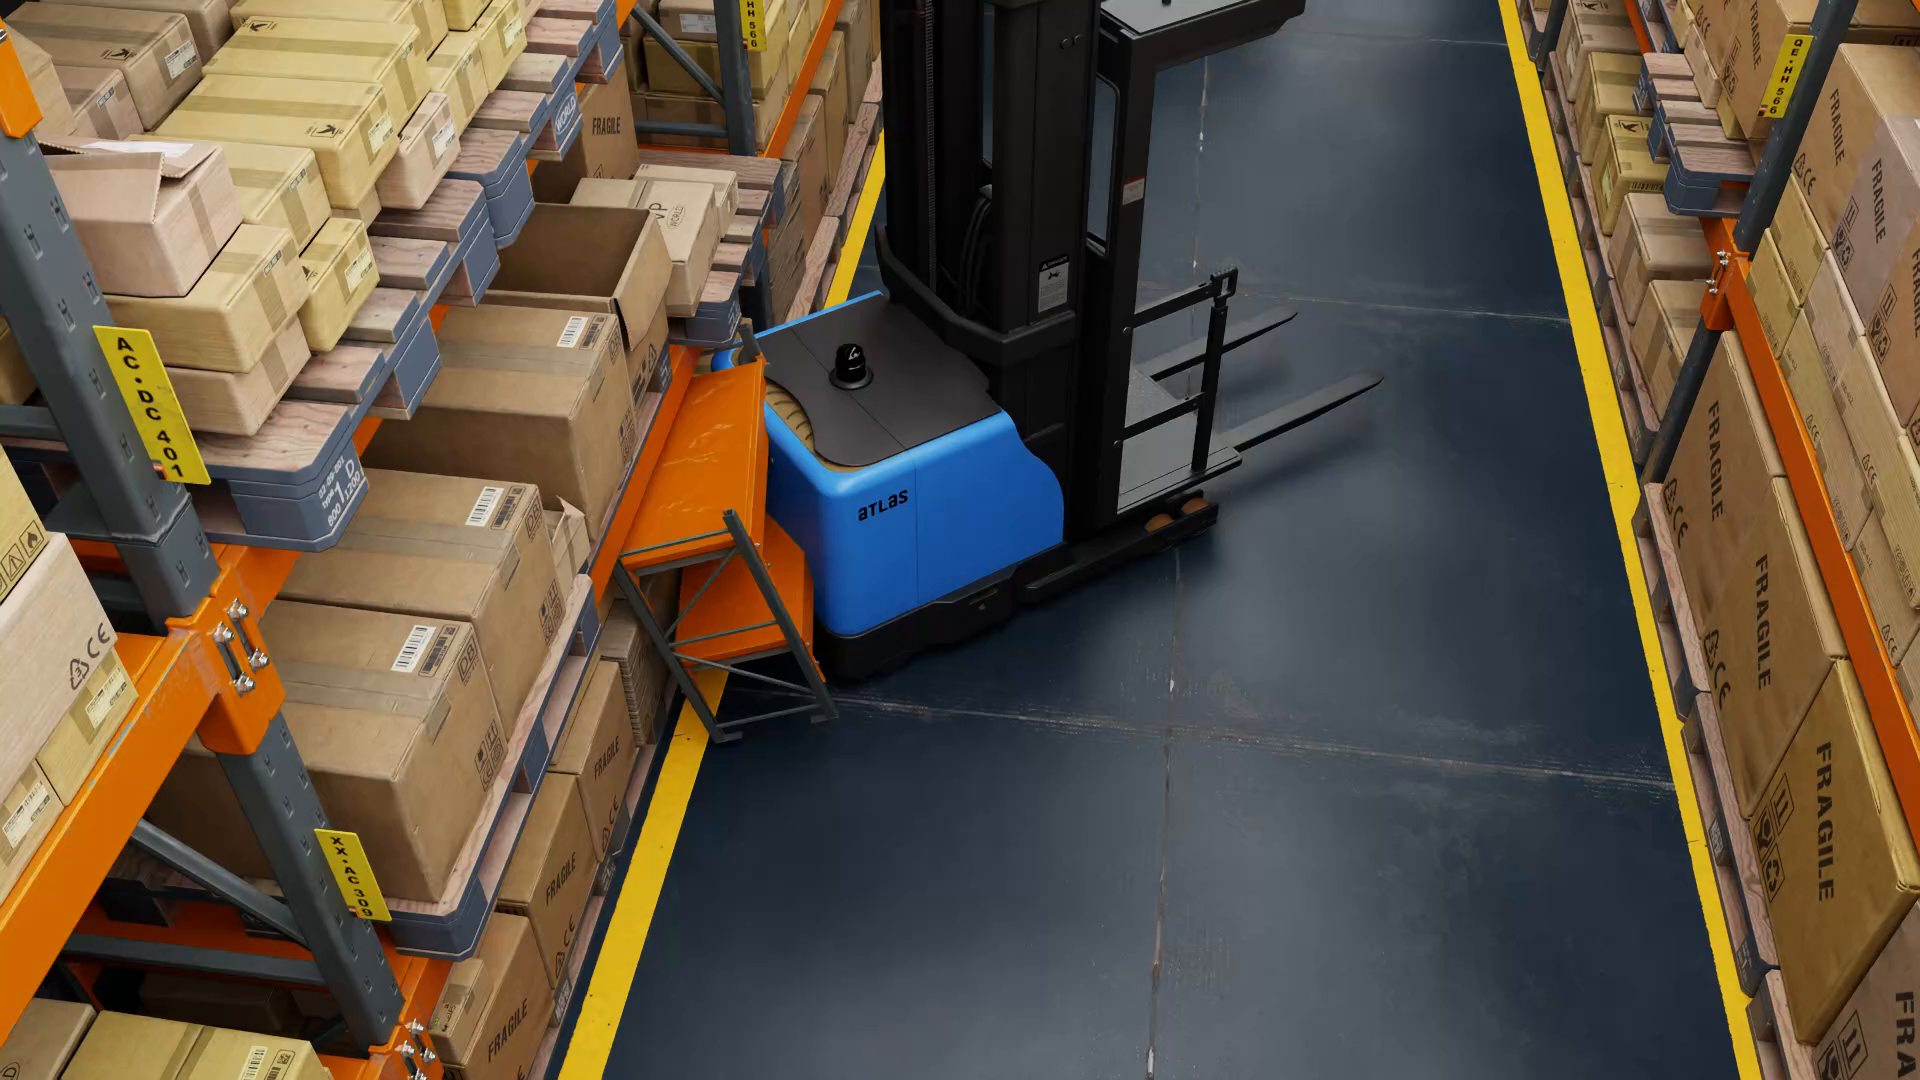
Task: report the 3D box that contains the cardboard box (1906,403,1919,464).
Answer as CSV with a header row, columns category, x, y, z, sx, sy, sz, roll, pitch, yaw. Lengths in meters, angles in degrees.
category,x,y,z,sx,sy,sz,roll,pitch,yaw
cardboard box,3.050,-0.316,4.624,0.500,0.500,0.500,6,44,6

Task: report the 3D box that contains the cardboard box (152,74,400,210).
category,x,y,z,sx,sy,sz,roll,pitch,yaw
cardboard box,-1.367,-0.802,3.344,0.380,0.149,0.250,5,44,5

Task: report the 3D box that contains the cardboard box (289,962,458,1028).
category,x,y,z,sx,sy,sz,roll,pitch,yaw
cardboard box,-1.630,1.199,4.648,0.380,0.149,0.250,5,44,5

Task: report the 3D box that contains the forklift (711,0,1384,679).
category,x,y,z,sx,sy,sz,roll,pitch,yaw
forklift,0.526,-1.296,6.509,3.031,2.935,1.130,-24,48,-23

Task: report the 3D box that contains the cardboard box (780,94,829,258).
category,x,y,z,sx,sy,sz,roll,pitch,yaw
cardboard box,-1.178,-1.873,8.490,0.875,0.625,0.625,7,44,7

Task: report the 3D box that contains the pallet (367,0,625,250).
category,x,y,z,sx,sy,sz,roll,pitch,yaw
pallet,-1.592,-1.153,4.263,1.213,0.211,1.003,5,44,6

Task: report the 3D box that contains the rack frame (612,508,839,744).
category,x,y,z,sx,sy,sz,roll,pitch,yaw
rack frame,-0.848,0.339,5.980,0.500,1.125,0.032,-13,44,9

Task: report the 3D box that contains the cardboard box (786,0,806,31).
category,x,y,z,sx,sy,sz,roll,pitch,yaw
cardboard box,-0.985,-2.461,7.435,0.500,0.250,0.500,7,44,7

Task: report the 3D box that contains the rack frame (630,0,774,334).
category,x,y,z,sx,sy,sz,roll,pitch,yaw
rack frame,-1.353,-1.713,6.899,1.000,3.000,0.127,5,44,6

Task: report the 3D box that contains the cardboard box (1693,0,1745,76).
category,x,y,z,sx,sy,sz,roll,pitch,yaw
cardboard box,3.410,-2.249,6.871,0.500,0.500,0.500,5,44,5

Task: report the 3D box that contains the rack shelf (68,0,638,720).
category,x,y,z,sx,sy,sz,roll,pitch,yaw
rack shelf,-1.617,-1.177,4.676,1.077,0.370,4.000,5,44,6

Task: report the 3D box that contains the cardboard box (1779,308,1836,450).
category,x,y,z,sx,sy,sz,roll,pitch,yaw
cardboard box,3.203,-0.547,5.778,0.500,0.250,0.500,4,44,4

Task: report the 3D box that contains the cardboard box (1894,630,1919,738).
category,x,y,z,sx,sy,sz,roll,pitch,yaw
cardboard box,3.003,0.499,4.673,0.500,0.250,0.500,4,44,4

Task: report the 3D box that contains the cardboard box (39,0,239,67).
category,x,y,z,sx,sy,sz,roll,pitch,yaw
cardboard box,-1.817,-1.198,3.763,0.380,0.149,0.250,4,44,4

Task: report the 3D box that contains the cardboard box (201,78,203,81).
category,x,y,z,sx,sy,sz,roll,pitch,yaw
cardboard box,-1.828,-1.098,3.873,0.380,0.149,0.250,4,44,4

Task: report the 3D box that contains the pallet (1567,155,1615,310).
category,x,y,z,sx,sy,sz,roll,pitch,yaw
pallet,3.836,-1.613,8.822,1.003,0.211,1.213,5,44,6

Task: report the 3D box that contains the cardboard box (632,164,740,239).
category,x,y,z,sx,sy,sz,roll,pitch,yaw
cardboard box,-1.059,-1.291,6.332,0.380,0.149,0.250,6,44,6

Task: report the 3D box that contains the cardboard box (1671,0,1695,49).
category,x,y,z,sx,sy,sz,roll,pitch,yaw
cardboard box,3.394,-2.295,7.391,0.380,0.149,0.250,6,44,6

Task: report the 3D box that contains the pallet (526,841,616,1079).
category,x,y,z,sx,sy,sz,roll,pitch,yaw
pallet,-1.812,1.468,5.568,1.003,0.211,1.213,5,44,6

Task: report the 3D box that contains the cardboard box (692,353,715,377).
category,x,y,z,sx,sy,sz,roll,pitch,yaw
cardboard box,-1.172,-0.644,6.812,0.380,0.149,0.250,3,44,3

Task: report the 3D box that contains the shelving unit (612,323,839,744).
category,x,y,z,sx,sy,sz,roll,pitch,yaw
shelving unit,-0.871,-0.019,6.341,0.538,1.125,1.048,-13,44,9

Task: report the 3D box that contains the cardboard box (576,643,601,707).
category,x,y,z,sx,sy,sz,roll,pitch,yaw
cardboard box,-1.460,0.417,5.691,0.380,0.149,0.250,7,44,7

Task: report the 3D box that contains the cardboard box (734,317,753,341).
category,x,y,z,sx,sy,sz,roll,pitch,yaw
cardboard box,-1.196,-0.650,7.289,0.500,0.500,0.500,6,44,7

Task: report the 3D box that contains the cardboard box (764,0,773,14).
category,x,y,z,sx,sy,sz,roll,pitch,yaw
cardboard box,-0.985,-2.357,7.035,0.380,0.149,0.250,6,44,6

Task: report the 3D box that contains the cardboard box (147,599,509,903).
category,x,y,z,sx,sy,sz,roll,pitch,yaw
cardboard box,-1.596,0.515,4.168,0.700,0.500,0.500,6,44,7

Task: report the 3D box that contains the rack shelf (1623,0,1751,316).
category,x,y,z,sx,sy,sz,roll,pitch,yaw
rack shelf,3.832,-2.366,8.112,1.077,0.370,4.000,5,44,6

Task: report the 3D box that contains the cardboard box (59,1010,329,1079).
category,x,y,z,sx,sy,sz,roll,pitch,yaw
cardboard box,-1.707,1.329,3.579,0.500,0.250,0.500,6,44,7

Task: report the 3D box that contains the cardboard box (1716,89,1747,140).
category,x,y,z,sx,sy,sz,roll,pitch,yaw
cardboard box,3.342,-1.759,6.826,0.380,0.149,0.250,6,44,6

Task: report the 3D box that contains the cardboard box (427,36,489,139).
category,x,y,z,sx,sy,sz,roll,pitch,yaw
cardboard box,-1.315,-1.037,3.809,0.380,0.149,0.250,5,44,5

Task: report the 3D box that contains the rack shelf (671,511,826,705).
category,x,y,z,sx,sy,sz,roll,pitch,yaw
rack shelf,-0.807,0.147,6.509,0.538,0.278,1.000,-13,44,9

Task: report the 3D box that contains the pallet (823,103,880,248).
category,x,y,z,sx,sy,sz,roll,pitch,yaw
pallet,-1.042,-2.087,9.322,1.003,0.211,1.213,5,44,6

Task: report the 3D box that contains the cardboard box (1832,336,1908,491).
category,x,y,z,sx,sy,sz,roll,pitch,yaw
cardboard box,3.108,-0.377,5.235,0.500,0.250,0.500,5,44,5

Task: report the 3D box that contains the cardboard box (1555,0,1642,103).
category,x,y,z,sx,sy,sz,roll,pitch,yaw
cardboard box,4.030,-2.831,9.686,0.950,0.372,0.625,6,44,6

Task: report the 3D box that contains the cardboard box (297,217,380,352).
category,x,y,z,sx,sy,sz,roll,pitch,yaw
cardboard box,-1.379,-0.514,3.256,0.380,0.149,0.250,6,44,6

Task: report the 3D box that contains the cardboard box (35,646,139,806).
category,x,y,z,sx,sy,sz,roll,pitch,yaw
cardboard box,-1.636,0.287,2.788,0.380,0.149,0.250,5,44,5

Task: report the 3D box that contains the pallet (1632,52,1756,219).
category,x,y,z,sx,sy,sz,roll,pitch,yaw
pallet,3.556,-1.690,7.014,1.213,0.211,1.003,5,44,6

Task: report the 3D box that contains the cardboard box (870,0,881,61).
category,x,y,z,sx,sy,sz,roll,pitch,yaw
cardboard box,-0.882,-3.372,10.074,0.875,0.625,0.625,7,44,7

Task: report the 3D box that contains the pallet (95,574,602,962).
category,x,y,z,sx,sy,sz,roll,pitch,yaw
pallet,-1.668,0.549,4.651,1.003,0.211,1.213,5,44,6

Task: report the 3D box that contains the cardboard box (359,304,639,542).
category,x,y,z,sx,sy,sz,roll,pitch,yaw
cardboard box,-1.424,-0.372,5.106,0.700,0.500,0.500,5,44,5

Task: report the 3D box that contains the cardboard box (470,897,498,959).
category,x,y,z,sx,sy,sz,roll,pitch,yaw
cardboard box,-1.610,1.117,4.952,0.380,0.149,0.250,4,44,4

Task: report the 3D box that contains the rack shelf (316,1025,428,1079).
category,x,y,z,sx,sy,sz,roll,pitch,yaw
rack shelf,-2.146,2.638,2.828,1.077,0.370,4.000,5,44,6

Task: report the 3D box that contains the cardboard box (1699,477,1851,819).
category,x,y,z,sx,sy,sz,roll,pitch,yaw
cardboard box,3.272,0.426,5.881,0.875,0.875,0.875,6,44,6

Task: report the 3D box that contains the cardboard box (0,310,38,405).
category,x,y,z,sx,sy,sz,roll,pitch,yaw
cardboard box,-1.910,-0.386,3.121,0.380,0.149,0.250,5,44,5

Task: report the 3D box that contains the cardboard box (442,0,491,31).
category,x,y,z,sx,sy,sz,roll,pitch,yaw
cardboard box,-1.305,-1.329,3.901,0.380,0.149,0.250,6,44,6

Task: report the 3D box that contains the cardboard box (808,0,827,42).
category,x,y,z,sx,sy,sz,roll,pitch,yaw
cardboard box,-0.919,-2.632,7.980,0.500,0.250,0.500,4,44,4

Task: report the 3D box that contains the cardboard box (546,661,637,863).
category,x,y,z,sx,sy,sz,roll,pitch,yaw
cardboard box,-1.464,0.756,5.805,0.500,0.500,0.500,4,44,4

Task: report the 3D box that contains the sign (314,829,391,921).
category,x,y,z,sx,sy,sz,roll,pitch,yaw
sign,-1.343,0.743,3.676,0.100,0.325,0.005,5,44,6

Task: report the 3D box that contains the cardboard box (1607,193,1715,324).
category,x,y,z,sx,sy,sz,roll,pitch,yaw
cardboard box,3.742,-1.350,8.122,0.950,0.372,0.625,4,44,5

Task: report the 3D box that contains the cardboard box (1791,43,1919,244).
category,x,y,z,sx,sy,sz,roll,pitch,yaw
cardboard box,3.260,-1.349,5.716,0.500,0.500,0.500,4,44,4

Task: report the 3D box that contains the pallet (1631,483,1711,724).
category,x,y,z,sx,sy,sz,roll,pitch,yaw
pallet,3.389,0.279,6.824,1.003,0.211,1.213,5,44,6
